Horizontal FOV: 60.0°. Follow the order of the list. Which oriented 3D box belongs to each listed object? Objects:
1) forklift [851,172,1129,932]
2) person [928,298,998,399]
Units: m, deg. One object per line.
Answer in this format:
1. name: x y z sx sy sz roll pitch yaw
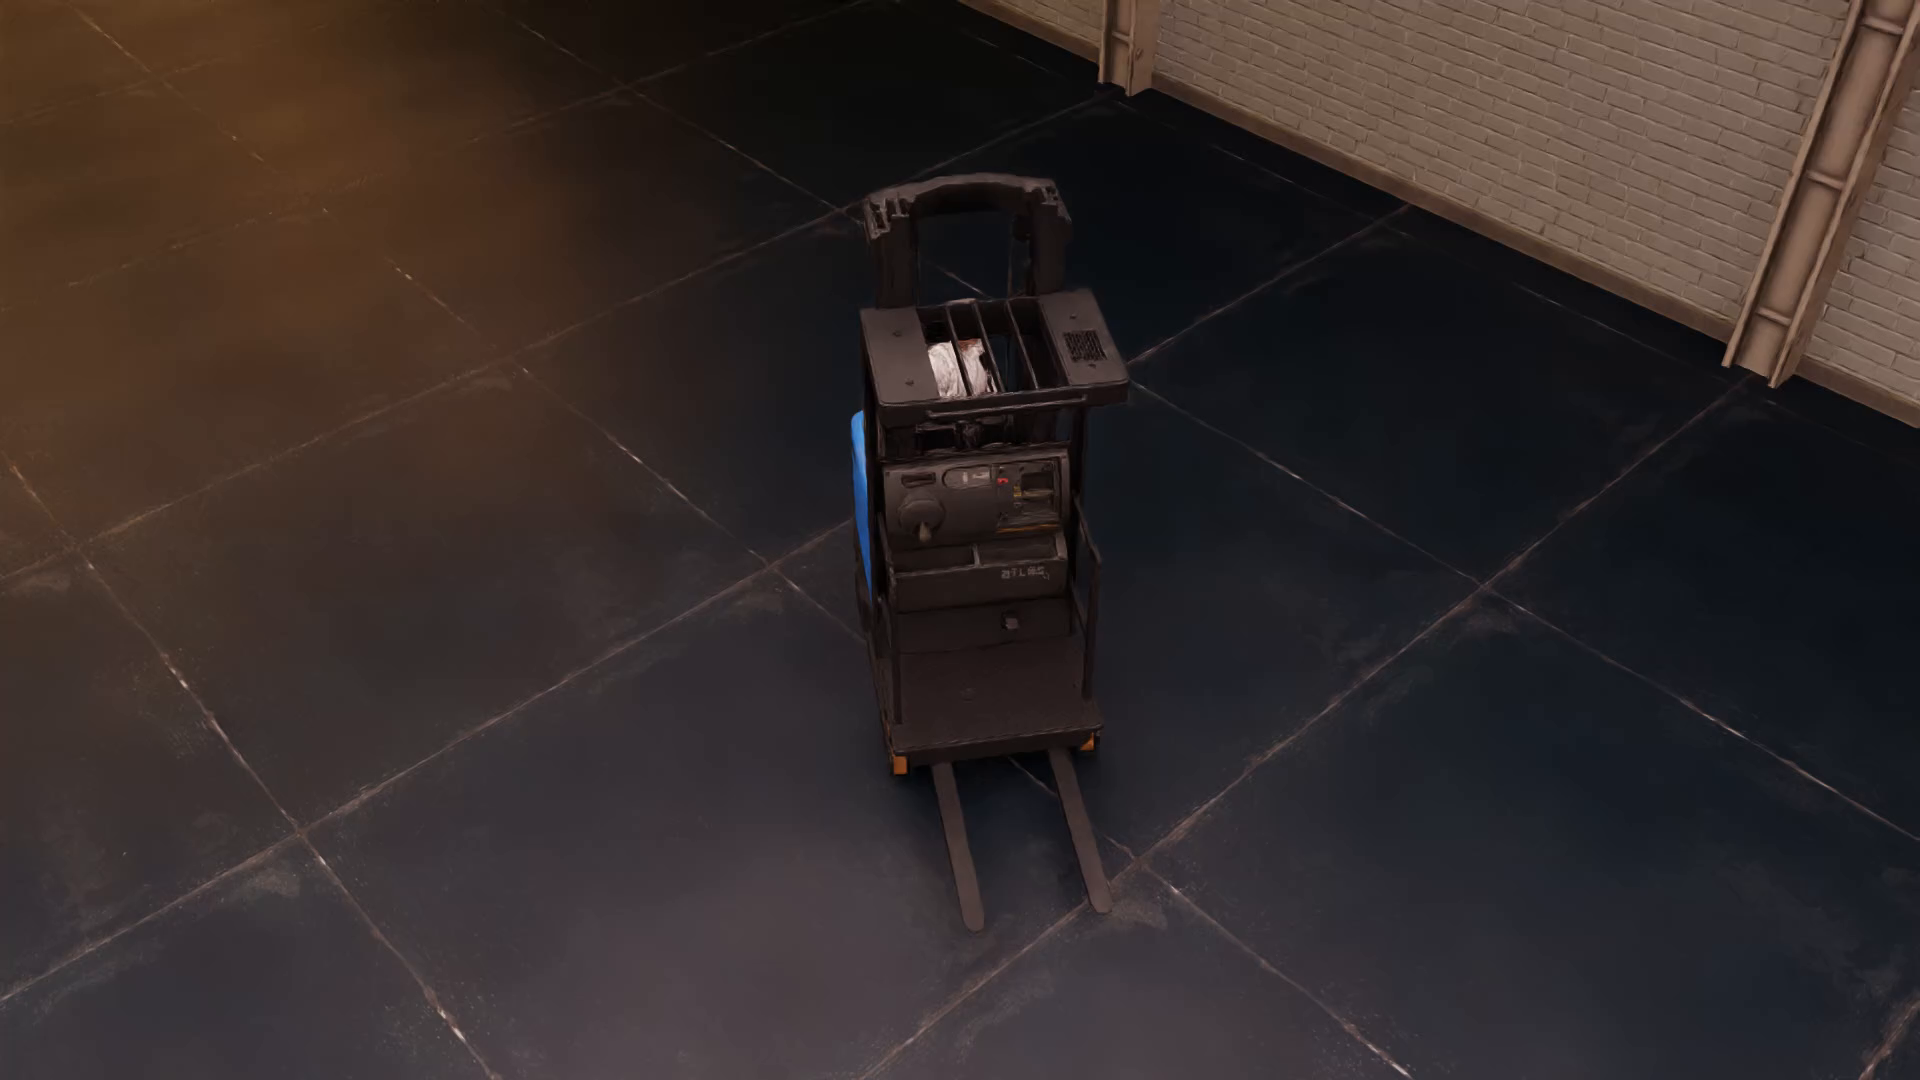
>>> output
1. forklift: 0.124 -0.137 8.067 1.130 2.935 3.031 -6 41 -7
2. person: 0.083 -0.595 9.538 0.584 1.695 0.598 -31 49 -31
